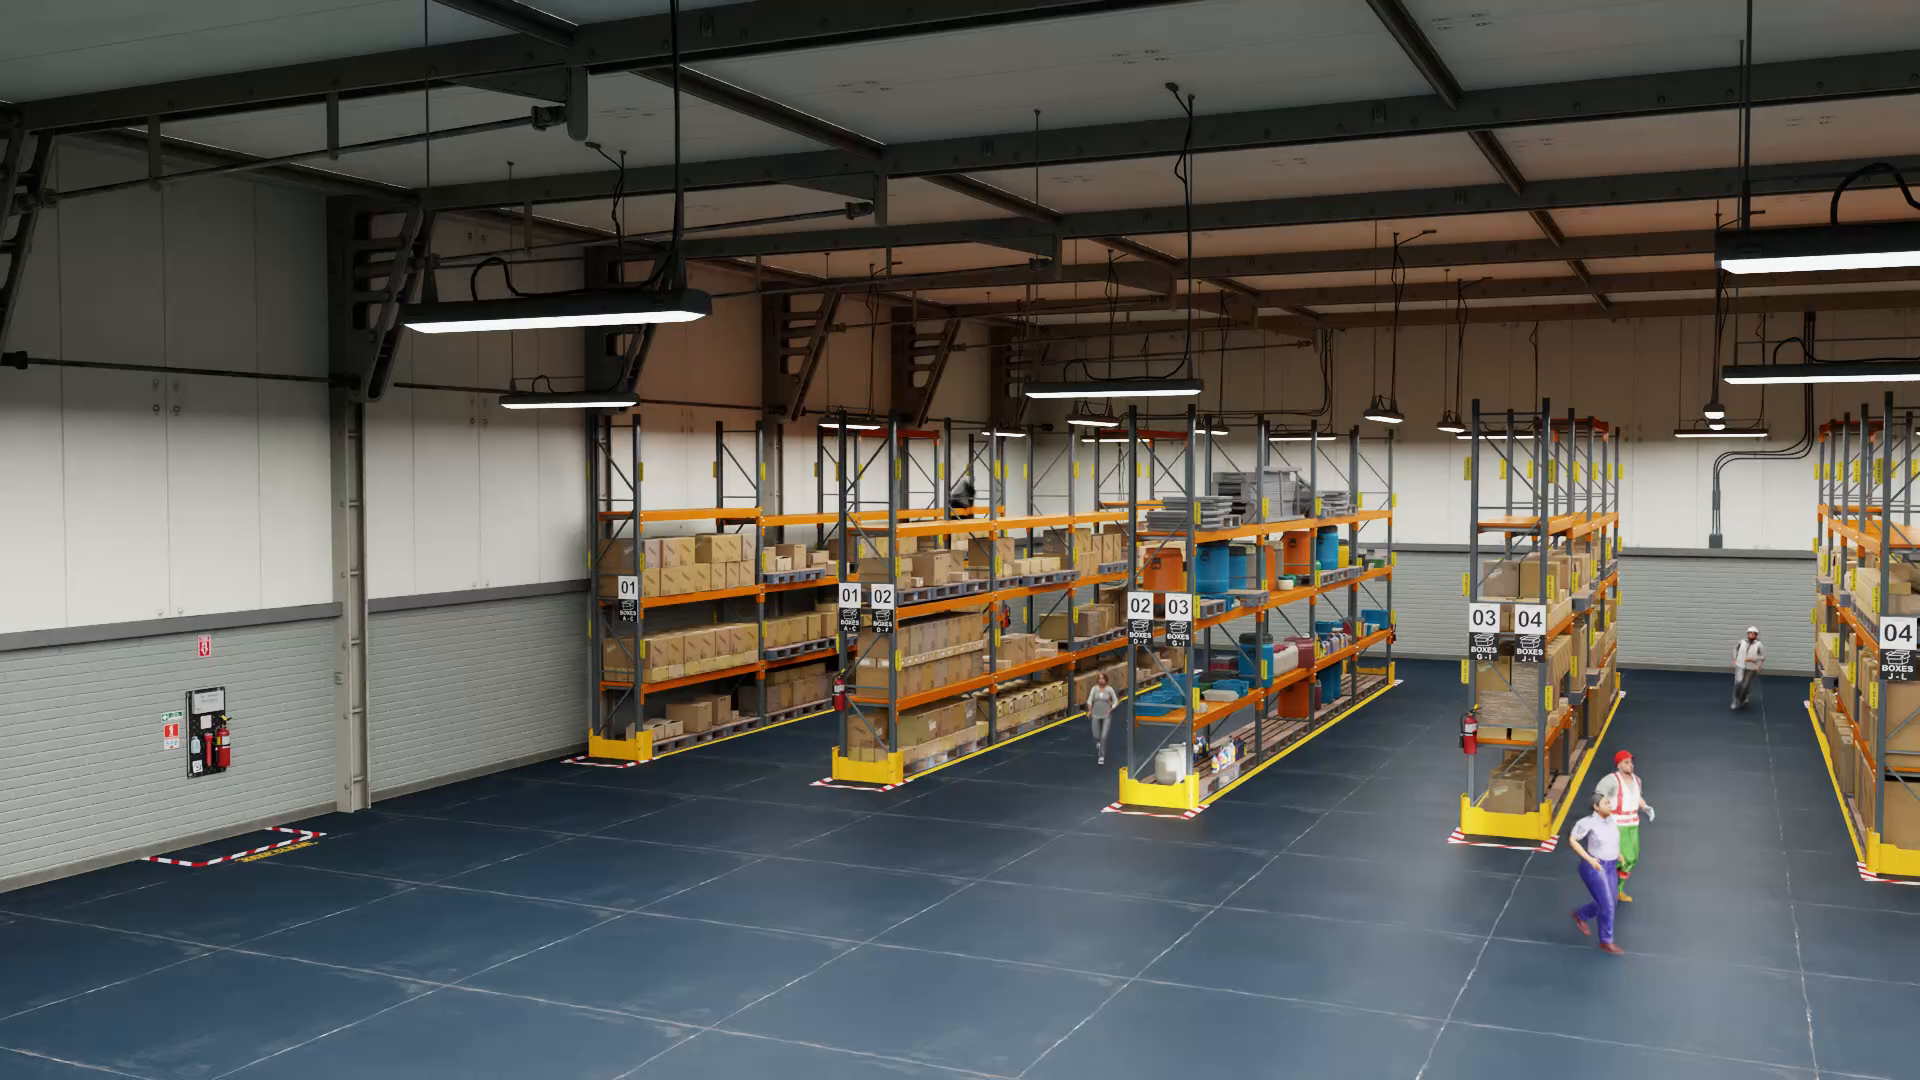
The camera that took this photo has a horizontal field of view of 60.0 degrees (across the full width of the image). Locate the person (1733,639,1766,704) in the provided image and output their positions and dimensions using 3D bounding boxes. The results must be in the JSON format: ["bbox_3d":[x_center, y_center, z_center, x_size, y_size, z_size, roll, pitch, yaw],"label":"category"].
[{"bbox_3d":[16.861,2.726,35.684,0.550,1.626,0.617,-1,3,-26],"label":"person"}]

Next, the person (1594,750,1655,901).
[{"bbox_3d":[7.762,3.329,19.443,0.643,1.751,0.628,-1,3,-25],"label":"person"}]

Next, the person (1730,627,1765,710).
[{"bbox_3d":[16.533,2.685,34.900,0.641,1.737,0.702,1,3,30],"label":"person"}]

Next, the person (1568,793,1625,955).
[{"bbox_3d":[6.692,3.481,17.499,0.617,1.632,0.729,-2,3,-33],"label":"person"}]

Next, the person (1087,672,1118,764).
[{"bbox_3d":[2.453,3.055,28.637,0.542,1.558,0.546,0,2,12],"label":"person"}]
